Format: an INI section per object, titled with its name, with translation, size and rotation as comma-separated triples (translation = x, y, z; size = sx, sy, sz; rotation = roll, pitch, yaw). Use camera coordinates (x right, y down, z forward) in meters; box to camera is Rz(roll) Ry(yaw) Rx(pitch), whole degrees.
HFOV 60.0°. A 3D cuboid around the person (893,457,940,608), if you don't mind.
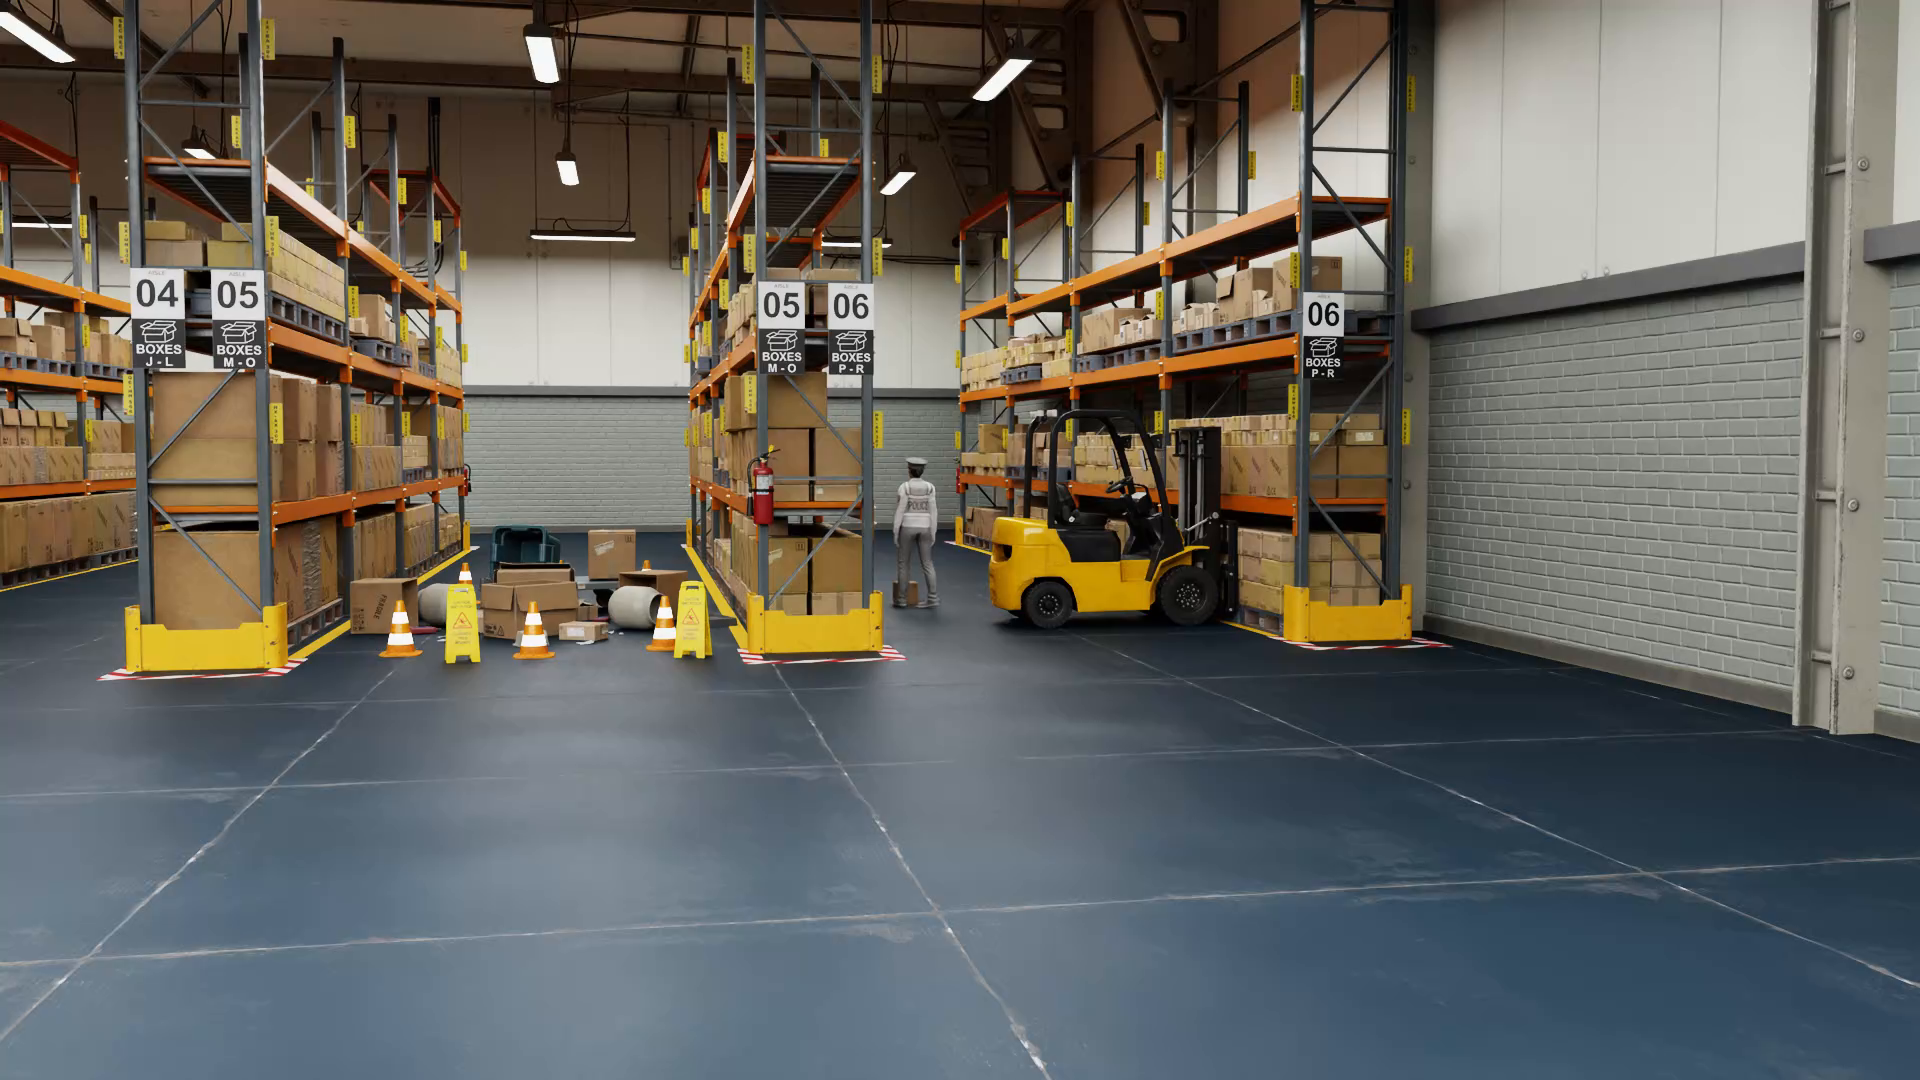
[person]
translation = -0.528, -0.084, 18.535
size = 0.507, 1.691, 0.528
rotation = -1, 3, -21
